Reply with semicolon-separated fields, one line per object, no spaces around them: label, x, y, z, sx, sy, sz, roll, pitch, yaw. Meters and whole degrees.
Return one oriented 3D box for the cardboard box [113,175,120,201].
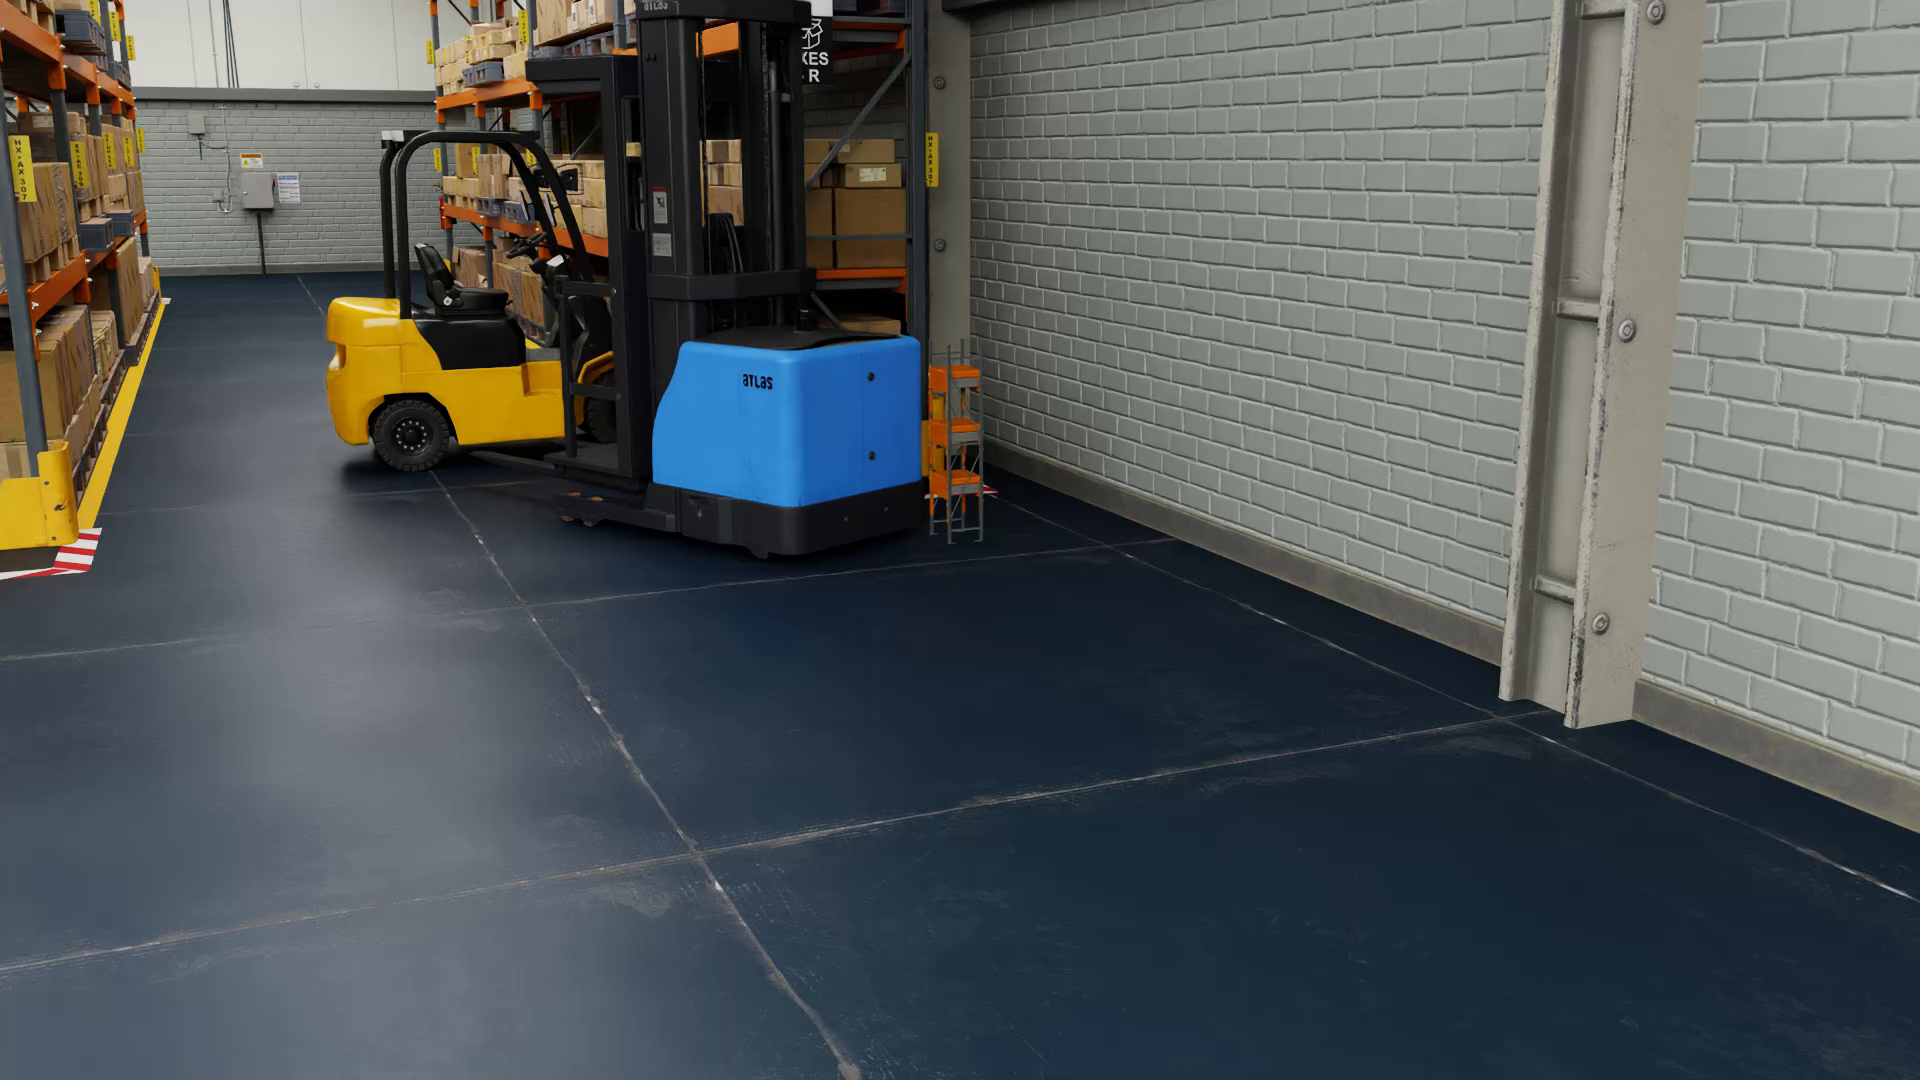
cardboard box;-8.815;-3.566;16.851;0.500;0.250;0.500;-6;14;-23

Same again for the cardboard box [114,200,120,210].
cardboard box;-8.837;-3.322;16.904;0.500;0.250;0.500;-5;14;-21

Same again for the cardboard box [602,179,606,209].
cardboard box;-2.726;-2.930;14.099;0.500;0.250;0.500;-6;14;-24

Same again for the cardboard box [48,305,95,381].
cardboard box;-6.359;-1.364;11.614;0.500;0.500;0.500;-6;14;-24

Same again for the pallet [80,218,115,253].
pallet;-7.015;-2.309;12.620;1.003;0.211;1.213;-6;14;-23

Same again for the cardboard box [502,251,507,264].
cardboard box;-5.418;-3.488;20.462;0.380;0.149;0.250;-6;14;-25

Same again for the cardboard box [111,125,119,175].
cardboard box;-9.018;-4.032;17.201;0.500;0.500;0.500;-5;14;-22

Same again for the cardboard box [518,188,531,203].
cardboard box;-4.513;-3.690;17.788;0.380;0.149;0.250;-5;14;-22

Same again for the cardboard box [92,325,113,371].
cardboard box;-7.626;-1.556;13.836;0.950;0.372;0.625;-5;14;-21

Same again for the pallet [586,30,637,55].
pallet;-2.661;-4.230;14.266;0.805;0.209;1.217;-6;14;-25

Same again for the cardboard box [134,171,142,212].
cardboard box;-10.592;-4.368;20.868;0.500;0.500;0.500;-5;14;-21

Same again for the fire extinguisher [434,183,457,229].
fire extinguisher;-7.585;-4.929;24.514;0.296;0.674;0.183;-6;14;-23

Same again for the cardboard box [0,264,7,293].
cardboard box;-5.186;-1.372;8.701;0.380;0.149;0.250;-6;14;-23

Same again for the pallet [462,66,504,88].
pallet;-5.303;-5.562;20.015;1.213;0.211;1.003;-6;14;-23

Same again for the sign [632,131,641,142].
sign;-3.391;-4.122;17.460;0.100;0.325;0.005;-6;14;-23

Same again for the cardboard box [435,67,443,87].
cardboard box;-7.175;-6.577;23.654;0.500;0.250;0.500;-6;14;-24

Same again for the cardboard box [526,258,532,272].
cardboard box;-4.695;-3.111;18.834;0.380;0.149;0.250;-6;14;-24

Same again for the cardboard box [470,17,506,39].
cardboard box;-5.699;-6.179;20.087;0.396;0.266;0.258;-6;14;-24

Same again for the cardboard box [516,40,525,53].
cardboard box;-4.568;-5.300;17.915;0.380;0.149;0.250;-6;14;-23

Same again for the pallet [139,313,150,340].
pallet;-9.669;-2.373;18.656;1.003;0.211;1.213;-6;14;-23

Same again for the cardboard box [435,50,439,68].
cardboard box;-7.155;-6.822;23.607;0.500;0.250;0.500;-6;14;-24

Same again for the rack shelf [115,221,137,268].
rack shelf;-9.246;-3.121;17.297;1.077;0.370;4.000;-6;14;-23

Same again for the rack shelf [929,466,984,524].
rack shelf;-0.020;-0.242;8.864;0.215;0.259;0.240;-6;14;-23

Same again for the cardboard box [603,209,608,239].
cardboard box;-2.737;-2.688;14.165;0.500;0.250;0.500;-5;14;-22

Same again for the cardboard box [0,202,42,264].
cardboard box;-5.175;-1.722;8.775;0.500;0.500;0.500;-6;14;-24

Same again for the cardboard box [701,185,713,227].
cardboard box;-1.536;-2.195;11.479;0.500;0.500;0.500;-6;14;-24

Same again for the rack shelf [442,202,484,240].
rack shelf;-6.301;-4.396;22.808;1.077;0.370;4.000;-6;14;-23

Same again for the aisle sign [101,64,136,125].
aisle sign;-11.394;-6.020;22.464;0.394;0.787;0.004;-6;14;-23

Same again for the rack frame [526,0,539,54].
rack frame;-3.898;-6.430;16.694;1.000;3.000;0.127;-6;14;-23

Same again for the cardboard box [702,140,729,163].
cardboard box;-1.524;-2.621;11.220;0.380;0.149;0.250;-5;14;-22

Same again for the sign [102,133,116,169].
sign;-7.951;-3.634;15.529;0.100;0.325;0.005;-6;14;-23

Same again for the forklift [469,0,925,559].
forklift;-1.640;-1.583;9.208;3.031;2.935;1.130;11;17;39

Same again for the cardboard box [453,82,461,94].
cardboard box;-6.559;-6.035;22.200;0.380;0.149;0.250;-5;14;-22

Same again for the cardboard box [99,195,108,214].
cardboard box;-7.565;-2.889;14.324;0.380;0.149;0.250;-5;14;-22

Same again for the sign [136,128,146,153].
sign;-11.146;-5.436;22.614;0.100;0.325;0.005;-6;14;-23

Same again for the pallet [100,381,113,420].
pallet;-7.155;-1.034;12.868;1.003;0.211;1.213;-6;14;-23

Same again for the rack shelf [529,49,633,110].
rack shelf;-3.097;-4.205;15.328;1.077;0.370;4.000;-6;14;-23

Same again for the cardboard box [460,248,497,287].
cardboard box;-6.638;-3.832;23.385;0.700;0.500;0.500;-5;14;-21

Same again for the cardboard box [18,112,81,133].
cardboard box;-6.706;-3.075;12.252;0.380;0.149;0.250;-6;14;-23

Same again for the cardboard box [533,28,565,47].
cardboard box;-4.036;-5.008;16.570;0.380;0.166;0.250;-6;14;-23

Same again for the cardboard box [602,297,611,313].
cardboard box;-2.819;-1.996;15.177;0.875;0.625;0.625;-6;14;-24

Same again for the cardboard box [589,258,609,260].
cardboard box;-4.100;-3.112;18.836;0.380;0.149;0.250;-6;14;-26

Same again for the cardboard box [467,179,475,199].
cardboard box;-6.142;-4.591;21.725;0.500;0.250;0.500;-6;14;-23

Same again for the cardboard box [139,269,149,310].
cardboard box;-10.200;-2.980;19.845;0.875;0.438;0.875;-6;14;-24

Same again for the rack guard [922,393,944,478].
rack guard;-0.684;-0.632;10.490;1.175;0.500;0.348;-6;14;-23

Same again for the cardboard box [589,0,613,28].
cardboard box;-2.809;-4.479;13.964;0.500;0.311;0.500;-6;14;-25

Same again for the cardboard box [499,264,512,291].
cardboard box;-5.290;-3.091;20.185;0.500;0.500;0.500;-6;14;-24

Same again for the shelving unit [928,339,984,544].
shelving unit;-0.021;-0.523;8.799;0.215;1.050;0.252;-6;14;-23

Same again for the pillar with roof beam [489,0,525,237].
pillar with roof beam;-11.301;-8.332;24.914;9.100;9.000;0.400;-6;14;-23

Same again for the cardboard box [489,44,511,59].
cardboard box;-5.106;-5.513;18.789;0.380;0.149;0.250;-5;14;-22

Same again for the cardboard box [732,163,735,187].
cardboard box;-1.266;-2.375;10.817;0.380;0.149;0.250;-5;14;-22

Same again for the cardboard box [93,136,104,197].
cardboard box;-7.587;-3.177;14.133;0.500;0.500;0.500;-7;15;-27

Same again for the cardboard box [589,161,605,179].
cardboard box;-3.032;-3.245;14.579;0.380;0.149;0.250;-6;14;-25

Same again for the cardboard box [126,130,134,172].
cardboard box;-10.407;-4.752;20.311;0.500;0.500;0.500;-5;14;-22
